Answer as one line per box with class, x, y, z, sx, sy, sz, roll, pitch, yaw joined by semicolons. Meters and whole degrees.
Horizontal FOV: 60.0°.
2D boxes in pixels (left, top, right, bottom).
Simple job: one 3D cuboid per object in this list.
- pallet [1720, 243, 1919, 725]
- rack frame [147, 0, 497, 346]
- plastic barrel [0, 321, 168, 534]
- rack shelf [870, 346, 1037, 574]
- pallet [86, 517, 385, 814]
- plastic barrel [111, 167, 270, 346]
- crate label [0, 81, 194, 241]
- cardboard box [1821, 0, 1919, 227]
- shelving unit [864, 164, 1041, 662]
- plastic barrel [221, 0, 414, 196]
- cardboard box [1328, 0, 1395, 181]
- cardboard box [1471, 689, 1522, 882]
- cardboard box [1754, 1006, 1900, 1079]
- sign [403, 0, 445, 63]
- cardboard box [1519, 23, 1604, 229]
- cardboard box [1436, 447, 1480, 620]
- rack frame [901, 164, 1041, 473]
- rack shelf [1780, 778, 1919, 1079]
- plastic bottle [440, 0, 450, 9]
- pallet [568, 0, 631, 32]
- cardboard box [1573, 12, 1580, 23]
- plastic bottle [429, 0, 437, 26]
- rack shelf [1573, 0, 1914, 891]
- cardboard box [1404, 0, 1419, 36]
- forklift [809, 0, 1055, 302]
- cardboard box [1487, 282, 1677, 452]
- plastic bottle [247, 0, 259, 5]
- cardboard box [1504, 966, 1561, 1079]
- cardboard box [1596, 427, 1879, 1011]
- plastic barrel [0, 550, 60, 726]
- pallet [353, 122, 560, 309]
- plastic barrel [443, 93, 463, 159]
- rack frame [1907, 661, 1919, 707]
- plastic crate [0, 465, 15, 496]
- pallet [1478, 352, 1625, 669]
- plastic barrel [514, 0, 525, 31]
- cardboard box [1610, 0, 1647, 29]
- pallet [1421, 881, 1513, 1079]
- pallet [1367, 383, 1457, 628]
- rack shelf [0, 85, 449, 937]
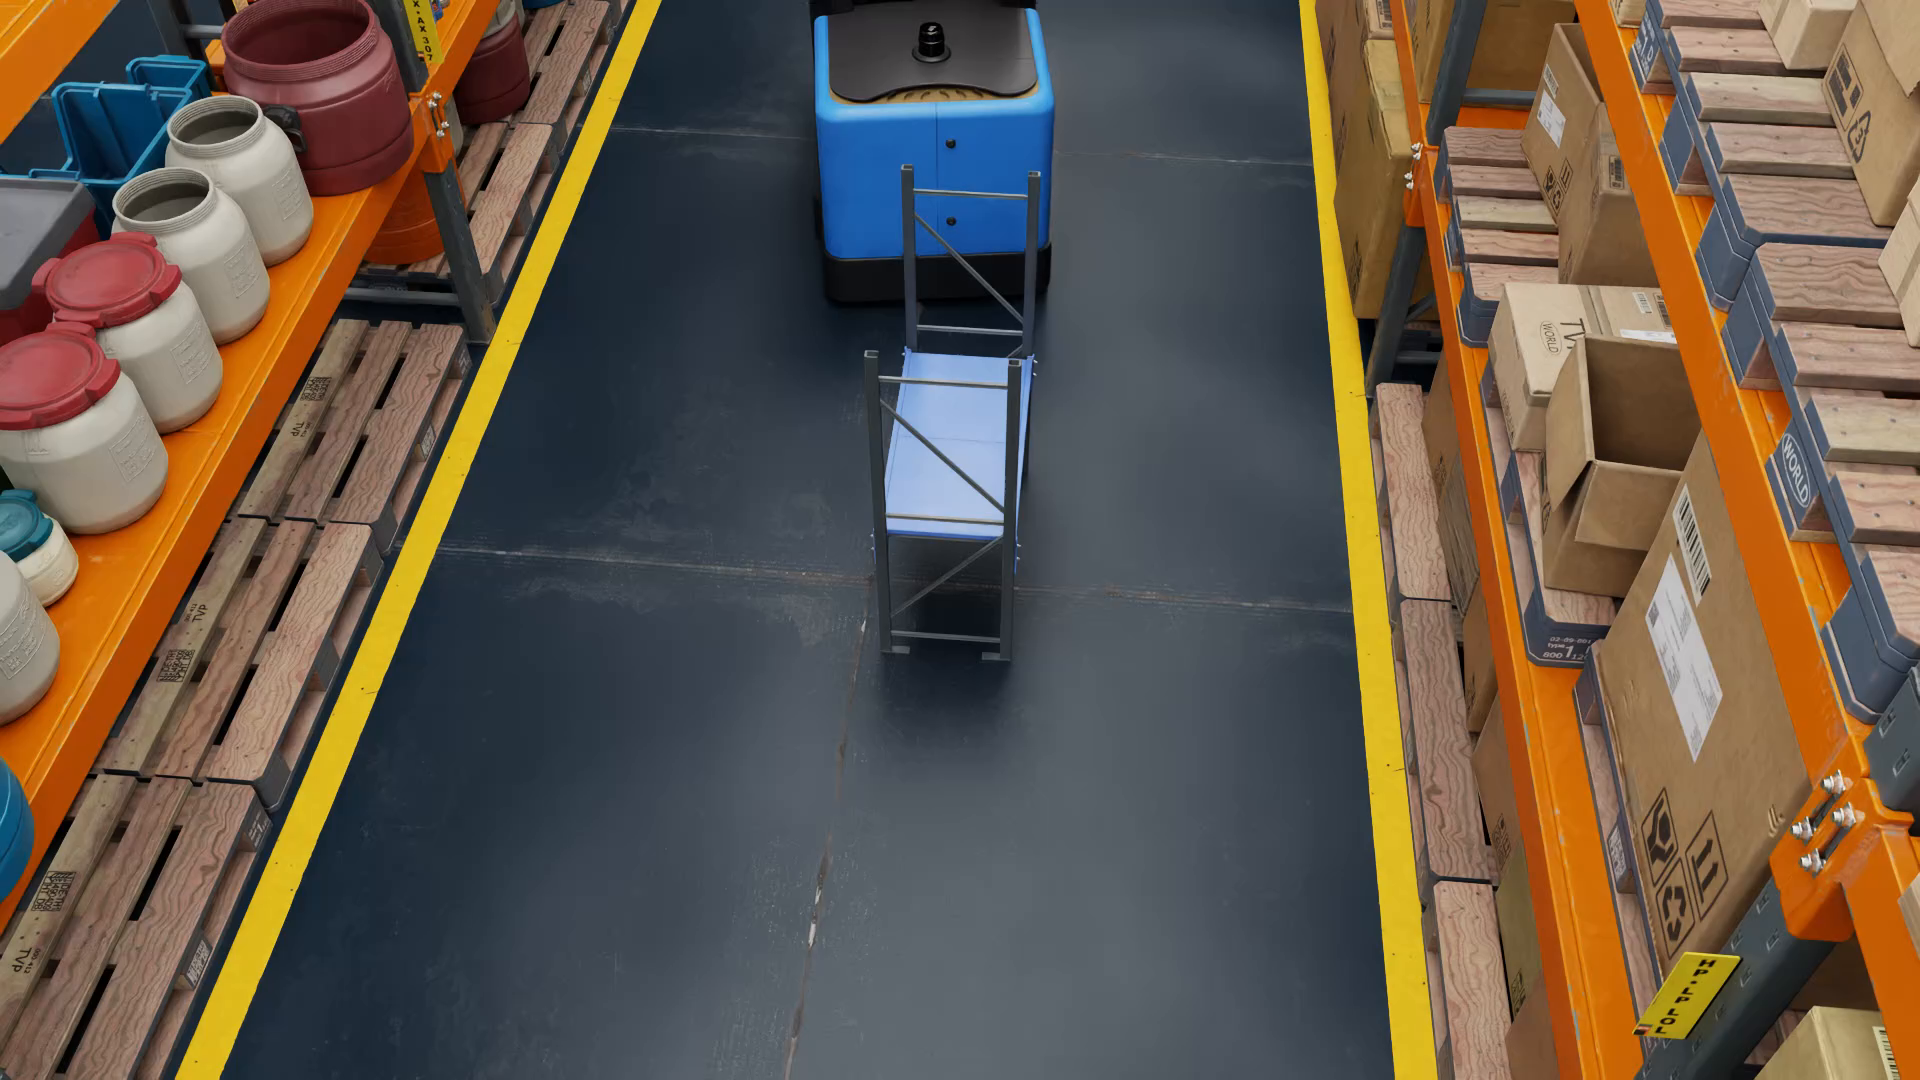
pallet;2.093;-0.100;2.929;1.213;0.211;1.003;4;48;4
rack frame;-2.637;-1.977;6.552;1.000;3.000;0.127;4;48;4
plastic barrel;-2.629;-0.311;4.936;0.433;0.535;0.433;0;48;0
rack shelf;-0.008;-0.322;6.298;0.538;0.185;1.000;4;48;4
pallet;-2.860;0.424;6.245;1.003;0.211;1.213;4;48;4
plastic barrel;-2.557;-0.935;5.523;0.421;0.512;0.421;0;48;0
crate label;-2.997;-1.277;5.888;0.502;0.435;0.616;4;48;4
cardboard box;2.157;-0.925;3.202;0.797;0.503;0.637;6;48;5
shelving unit;-0.008;-0.443;6.165;0.538;1.500;1.048;4;48;4
plastic barrel;-2.378;-1.662;6.171;0.600;0.536;0.708;4;48;4
cardboard box;2.468;-2.229;7.937;1.225;0.875;0.875;4;48;4
cardboard box;2.121;0.780;5.425;0.700;0.500;0.500;0;48;0
cardboard box;1.636;1.137;2.756;0.500;0.500;0.500;4;48;4
sign;-2.089;-2.001;6.462;0.100;0.325;0.005;4;48;4
cardboard box;2.286;-1.420;5.690;0.500;0.500;0.500;-1;48;-1
cardboard box;2.216;-0.047;6.182;0.700;0.500;0.500;0;48;0
rack frame;0.039;-0.817;6.507;0.500;1.500;0.032;4;48;4
rack shelf;1.748;1.995;1.373;1.077;0.370;4.000;4;48;4
plastic bottle;-2.229;-2.361;7.038;0.097;0.201;0.097;0;48;0
pallet;-2.384;-3.411;9.753;1.003;0.211;1.213;4;48;4
cardboard box;2.610;-2.017;6.520;0.500;0.500;0.500;5;48;5
plastic bottle;-2.276;-2.232;6.868;0.152;0.276;0.135;4;48;4
rack shelf;2.113;-0.944;4.061;1.077;0.370;4.000;4;48;4
cardboard box;2.145;-2.423;6.892;0.500;0.500;0.500;3;48;3
forklift;-0.196;-3.176;7.694;1.130;2.935;3.031;-3;48;-3
cardboard box;1.913;-0.519;5.035;0.500;0.250;0.500;3;48;2
plastic bottle;-2.996;-2.320;7.000;0.097;0.201;0.097;0;48;0
cardboard box;2.008;1.541;4.730;0.700;0.500;0.500;1;48;1
cardboard box;2.142;0.376;3.708;1.000;1.000;1.000;4;48;4
plastic barrel;-2.696;0.228;4.443;0.433;0.535;0.433;0;48;0
pallet;-2.607;-1.618;8.113;1.003;0.211;1.213;4;48;4
plastic barrel;-2.647;-2.061;8.030;0.421;0.512;0.421;0;48;0
rack frame;1.931;-0.730;1.345;1.000;3.000;0.127;4;48;4
plastic crate;-3.124;-0.265;5.129;0.450;0.188;0.662;4;48;4
pallet;2.156;-0.122;4.985;1.003;0.211;1.213;4;48;4
plastic barrel;-2.544;-2.891;8.789;0.421;0.512;0.421;0;48;0
cardboard box;1.914;-1.522;4.204;0.500;0.250;0.500;5;48;4
pallet;2.000;1.664;5.111;1.003;0.211;1.213;4;48;4
pallet;2.223;-0.129;6.751;1.003;0.211;1.213;4;48;4
rack shelf;-2.819;-0.265;5.473;1.077;0.370;4.000;4;48;4
